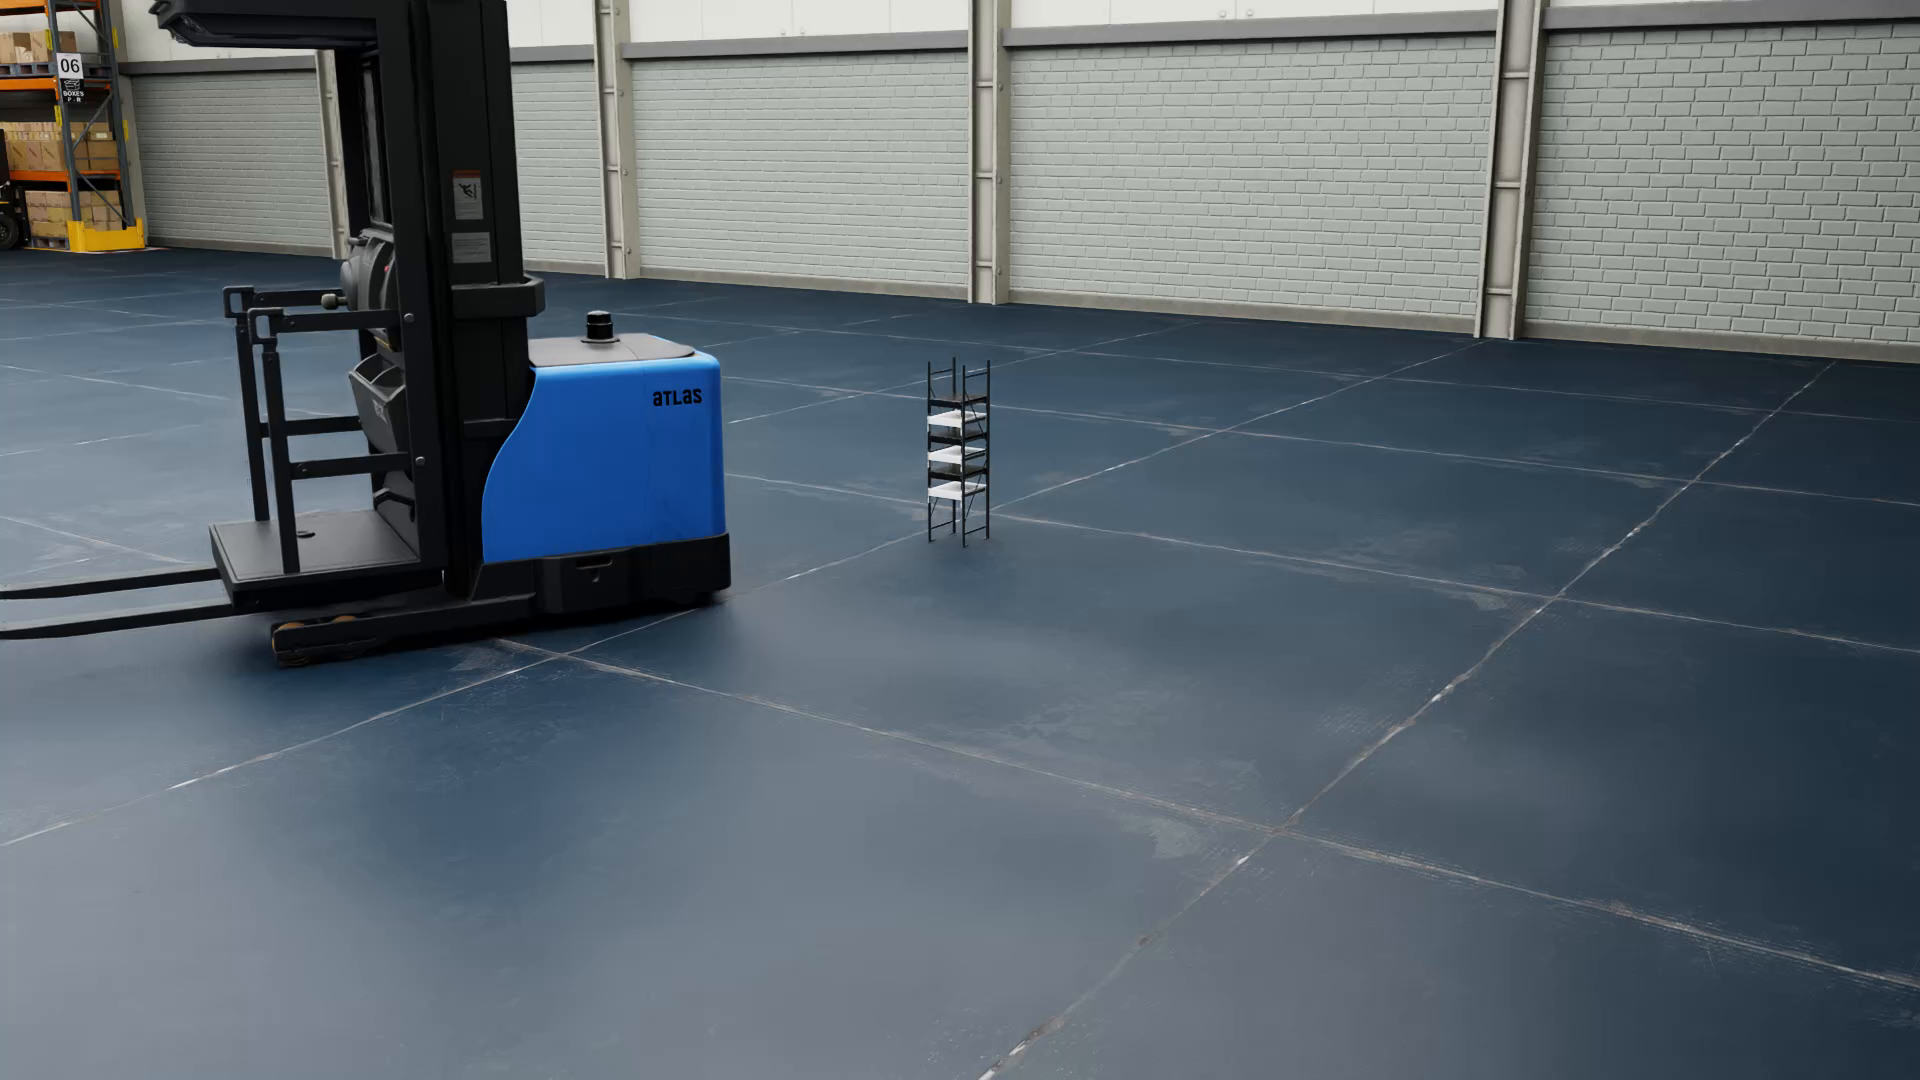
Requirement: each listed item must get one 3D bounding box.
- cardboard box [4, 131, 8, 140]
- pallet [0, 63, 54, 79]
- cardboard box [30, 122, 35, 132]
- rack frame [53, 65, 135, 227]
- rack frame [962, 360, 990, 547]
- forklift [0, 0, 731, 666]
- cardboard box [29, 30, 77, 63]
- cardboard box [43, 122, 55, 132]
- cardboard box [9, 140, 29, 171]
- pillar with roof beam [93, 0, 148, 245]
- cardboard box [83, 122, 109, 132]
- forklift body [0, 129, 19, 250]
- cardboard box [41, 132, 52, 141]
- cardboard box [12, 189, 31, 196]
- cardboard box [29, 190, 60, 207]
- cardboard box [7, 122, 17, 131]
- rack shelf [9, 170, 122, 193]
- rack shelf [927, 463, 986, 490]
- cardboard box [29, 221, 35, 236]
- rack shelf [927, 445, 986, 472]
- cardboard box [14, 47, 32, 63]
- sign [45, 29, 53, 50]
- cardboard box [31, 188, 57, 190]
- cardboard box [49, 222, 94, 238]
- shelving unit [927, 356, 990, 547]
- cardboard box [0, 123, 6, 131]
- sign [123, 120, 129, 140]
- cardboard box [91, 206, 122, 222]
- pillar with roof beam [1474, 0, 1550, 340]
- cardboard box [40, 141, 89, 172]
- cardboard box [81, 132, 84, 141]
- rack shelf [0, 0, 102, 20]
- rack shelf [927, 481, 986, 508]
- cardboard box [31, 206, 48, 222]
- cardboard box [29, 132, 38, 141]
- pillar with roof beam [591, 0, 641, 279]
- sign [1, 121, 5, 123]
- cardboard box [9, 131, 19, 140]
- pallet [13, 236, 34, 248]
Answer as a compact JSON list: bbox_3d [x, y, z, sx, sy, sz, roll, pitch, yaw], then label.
[{"bbox_3d":[-16.451,-7.001,28.805,0.250,0.149,0.380,9,16,32],"label":"cardboard box"},{"bbox_3d":[-16.111,-8.084,28.681,1.213,0.211,1.003,9,17,33],"label":"pallet"},{"bbox_3d":[-15.556,-7.026,28.288,0.250,0.149,0.380,9,17,33],"label":"cardboard box"},{"bbox_3d":[-14.522,-6.408,27.966,0.127,3.000,1.000,9,17,33],"label":"rack frame"},{"bbox_3d":[0.078,-0.424,8.164,0.006,0.900,0.240,9,17,33],"label":"rack frame"},{"bbox_3d":[-2.542,-1.084,6.604,3.031,2.935,1.130,-7,16,-27],"label":"forklift"},{"bbox_3d":[-15.025,-8.176,27.575,0.500,0.500,0.500,10,17,35],"label":"cardboard box"},{"bbox_3d":[-15.159,-6.949,27.974,0.250,0.149,0.380,9,17,33],"label":"cardboard box"},{"bbox_3d":[-15.927,-6.610,28.575,0.500,0.500,0.500,9,16,32],"label":"cardboard box"},{"bbox_3d":[-16.999,-8.735,24.881,0.400,9.000,9.100,9,17,33],"label":"pillar with roof beam"},{"bbox_3d":[-14.681,-7.003,28.195,0.250,0.149,0.380,9,16,32],"label":"cardboard box"},{"bbox_3d":[-17.113,-5.886,27.626,1.214,2.155,2.313,9,17,33],"label":"forklift body"},{"bbox_3d":[-15.195,-6.790,27.953,0.250,0.149,0.380,9,17,34],"label":"cardboard box"},{"bbox_3d":[-16.345,-5.964,28.942,0.500,0.250,0.500,9,16,32],"label":"cardboard box"},{"bbox_3d":[-15.505,-5.829,28.396,0.500,0.250,0.500,10,17,34],"label":"cardboard box"},{"bbox_3d":[-16.052,-7.073,28.476,0.250,0.149,0.380,10,17,34],"label":"cardboard box"},{"bbox_3d":[-16.181,-6.327,29.136,4.000,0.370,1.077,9,17,33],"label":"rack shelf"},{"bbox_3d":[-0.007,-0.318,8.249,0.200,0.077,0.258,9,17,33],"label":"rack shelf"},{"bbox_3d":[-15.905,-5.414,28.802,0.500,0.250,0.500,9,17,33],"label":"cardboard box"},{"bbox_3d":[-0.007,-0.406,8.227,0.200,0.077,0.258,9,17,33],"label":"rack shelf"},{"bbox_3d":[-15.589,-8.136,27.901,0.258,0.266,0.396,9,17,33],"label":"cardboard box"},{"bbox_3d":[-14.836,-8.149,27.080,0.005,0.325,0.100,9,17,33],"label":"sign"},{"bbox_3d":[-16.062,-6.070,29.370,0.500,0.250,0.500,9,16,32],"label":"cardboard box"},{"bbox_3d":[-15.088,-5.277,28.246,0.500,0.250,0.500,9,17,33],"label":"cardboard box"},{"bbox_3d":[-0.007,-0.438,8.219,0.210,0.900,0.258,9,17,33],"label":"shelving unit"},{"bbox_3d":[-16.412,-7.163,28.841,0.250,0.149,0.380,9,17,33],"label":"cardboard box"},{"bbox_3d":[-14.207,-6.976,28.297,0.005,0.325,0.100,9,17,33],"label":"sign"},{"bbox_3d":[-14.796,-5.624,28.608,0.500,0.250,0.500,10,17,34],"label":"cardboard box"},{"bbox_3d":[2.915,-5.516,11.879,0.400,9.000,9.100,9,17,33],"label":"pillar with roof beam"},{"bbox_3d":[-15.077,-6.470,28.009,0.500,0.500,0.500,9,16,32],"label":"cardboard box"},{"bbox_3d":[-14.899,-6.889,28.352,0.250,0.149,0.380,9,17,33],"label":"cardboard box"},{"bbox_3d":[-16.181,-9.045,28.464,4.000,0.370,1.077,9,17,33],"label":"rack shelf"},{"bbox_3d":[-0.007,-0.231,8.271,0.200,0.077,0.258,9,17,33],"label":"rack shelf"},{"bbox_3d":[-15.510,-5.592,28.479,0.500,0.250,0.500,9,17,32],"label":"cardboard box"},{"bbox_3d":[-15.575,-6.873,28.286,0.250,0.149,0.380,9,17,32],"label":"cardboard box"},{"bbox_3d":[-7.042,-7.125,18.380,0.400,9.000,9.100,9,17,33],"label":"pillar with roof beam"},{"bbox_3d":[-17.532,-7.514,30.468,0.005,0.325,0.100,9,17,33],"label":"sign"},{"bbox_3d":[-16.044,-6.929,28.514,0.250,0.149,0.380,9,17,33],"label":"cardboard box"},{"bbox_3d":[-16.188,-5.312,29.344,1.213,0.211,1.003,9,17,33],"label":"pallet"}]
